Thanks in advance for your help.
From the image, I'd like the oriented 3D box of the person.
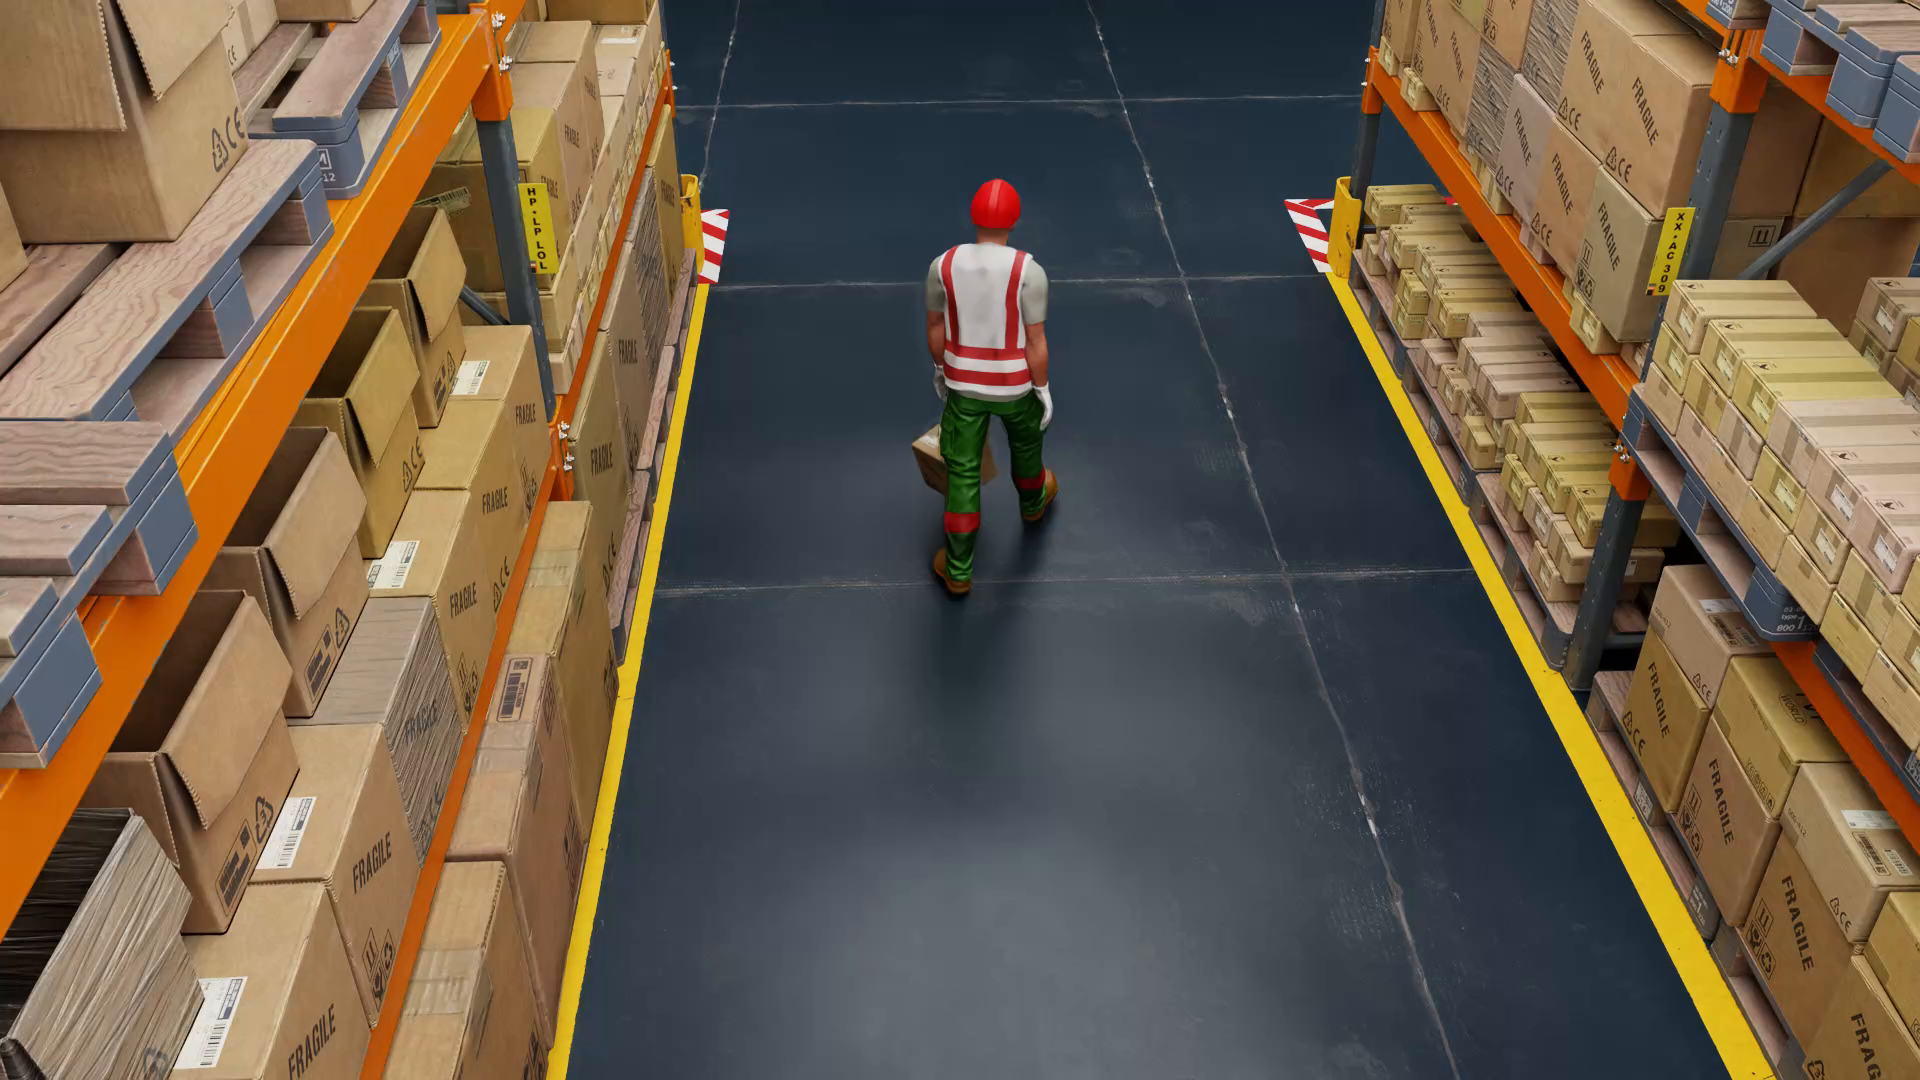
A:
[{"bbox_3d":[0.139,-0.708,7.160,0.578,1.748,0.948,8,36,11],"label":"person"}]
